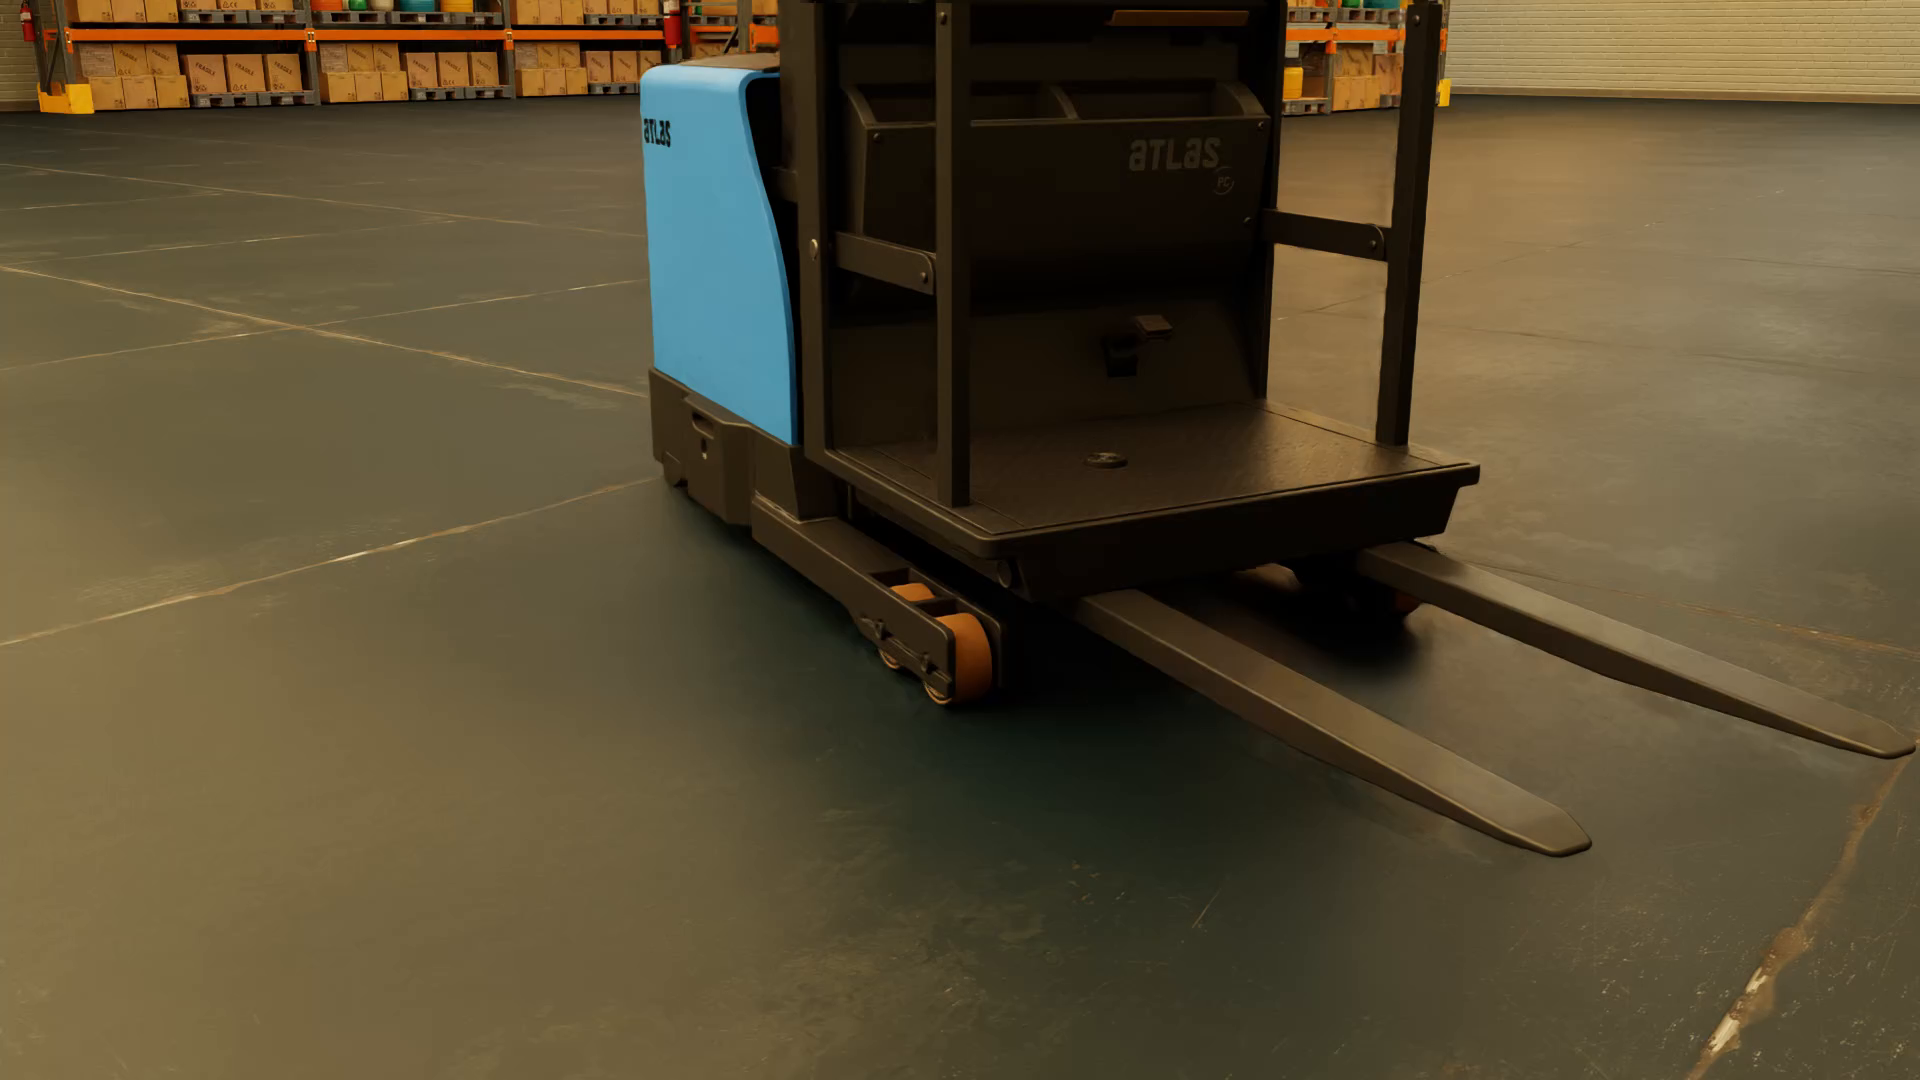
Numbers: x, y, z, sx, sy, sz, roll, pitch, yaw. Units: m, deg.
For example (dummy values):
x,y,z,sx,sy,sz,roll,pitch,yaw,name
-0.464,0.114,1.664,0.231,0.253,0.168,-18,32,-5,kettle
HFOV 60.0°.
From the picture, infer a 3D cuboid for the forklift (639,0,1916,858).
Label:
x,y,z,sx,sy,sz,roll,pitch,yaw,name
0.305,-1.254,3.028,1.130,2.935,3.031,-9,19,-26,forklift
